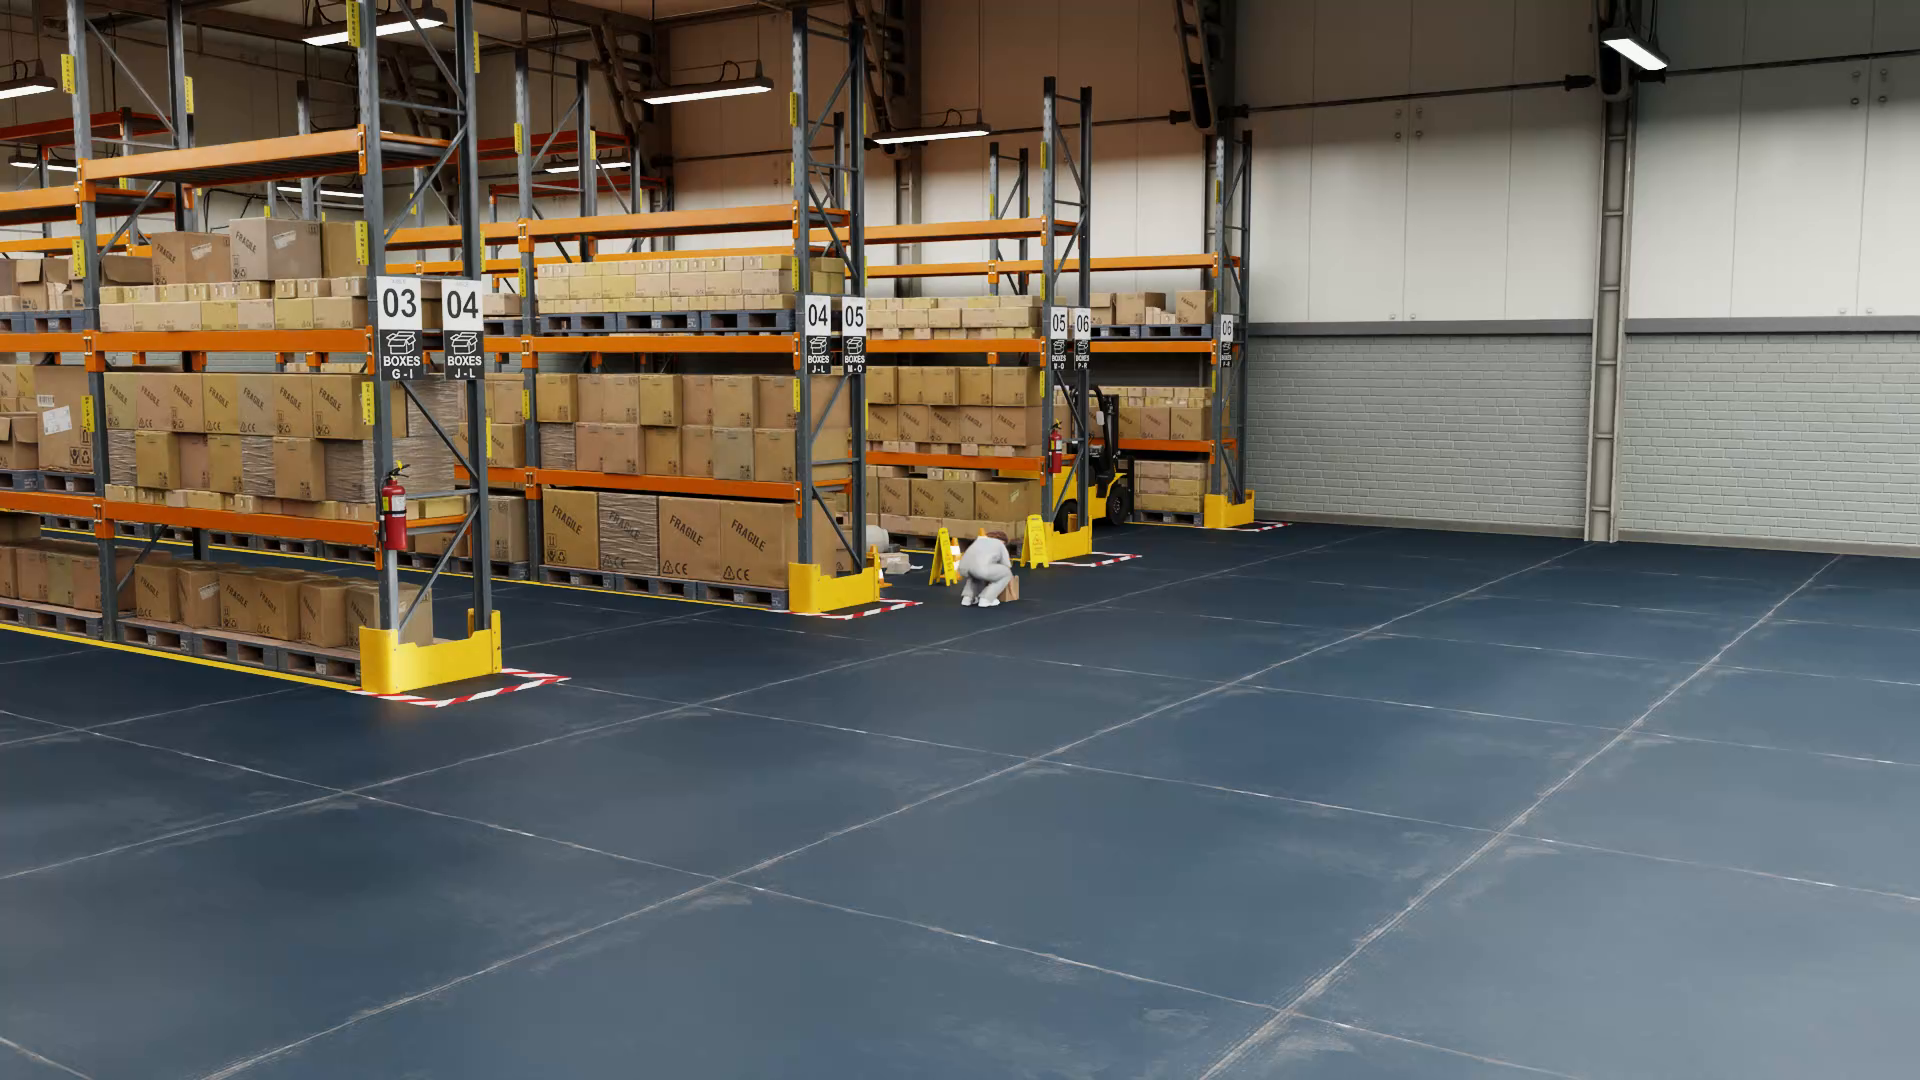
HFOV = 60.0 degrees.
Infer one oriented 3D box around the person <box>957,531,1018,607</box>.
[{"bbox_3d":[0.286,0.327,17.516,0.469,0.817,0.837,4,8,33],"label":"person"}]
